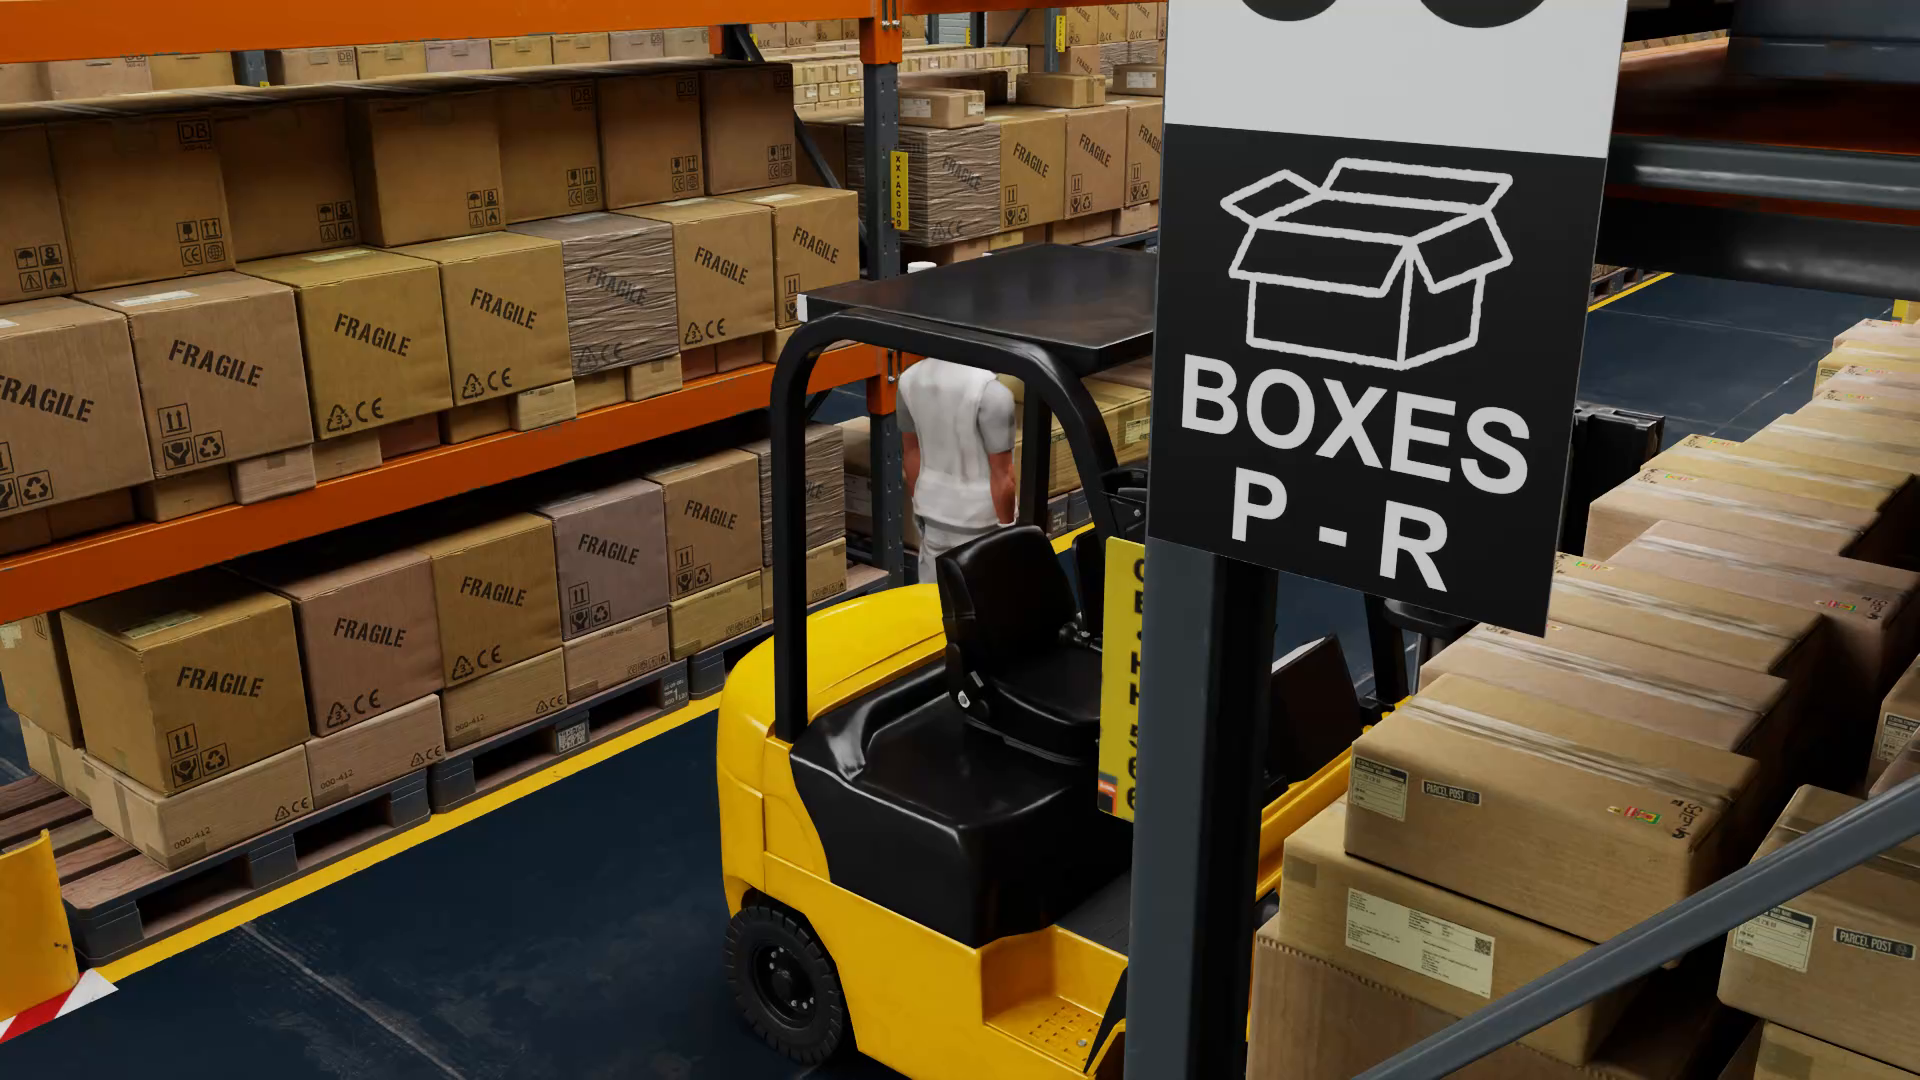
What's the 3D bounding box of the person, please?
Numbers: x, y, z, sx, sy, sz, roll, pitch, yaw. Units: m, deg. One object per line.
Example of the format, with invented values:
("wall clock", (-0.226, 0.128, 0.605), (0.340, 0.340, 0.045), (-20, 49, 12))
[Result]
("person", (0.012, -0.079, 6.260), (0.525, 1.783, 0.341), (16, 25, 36))
